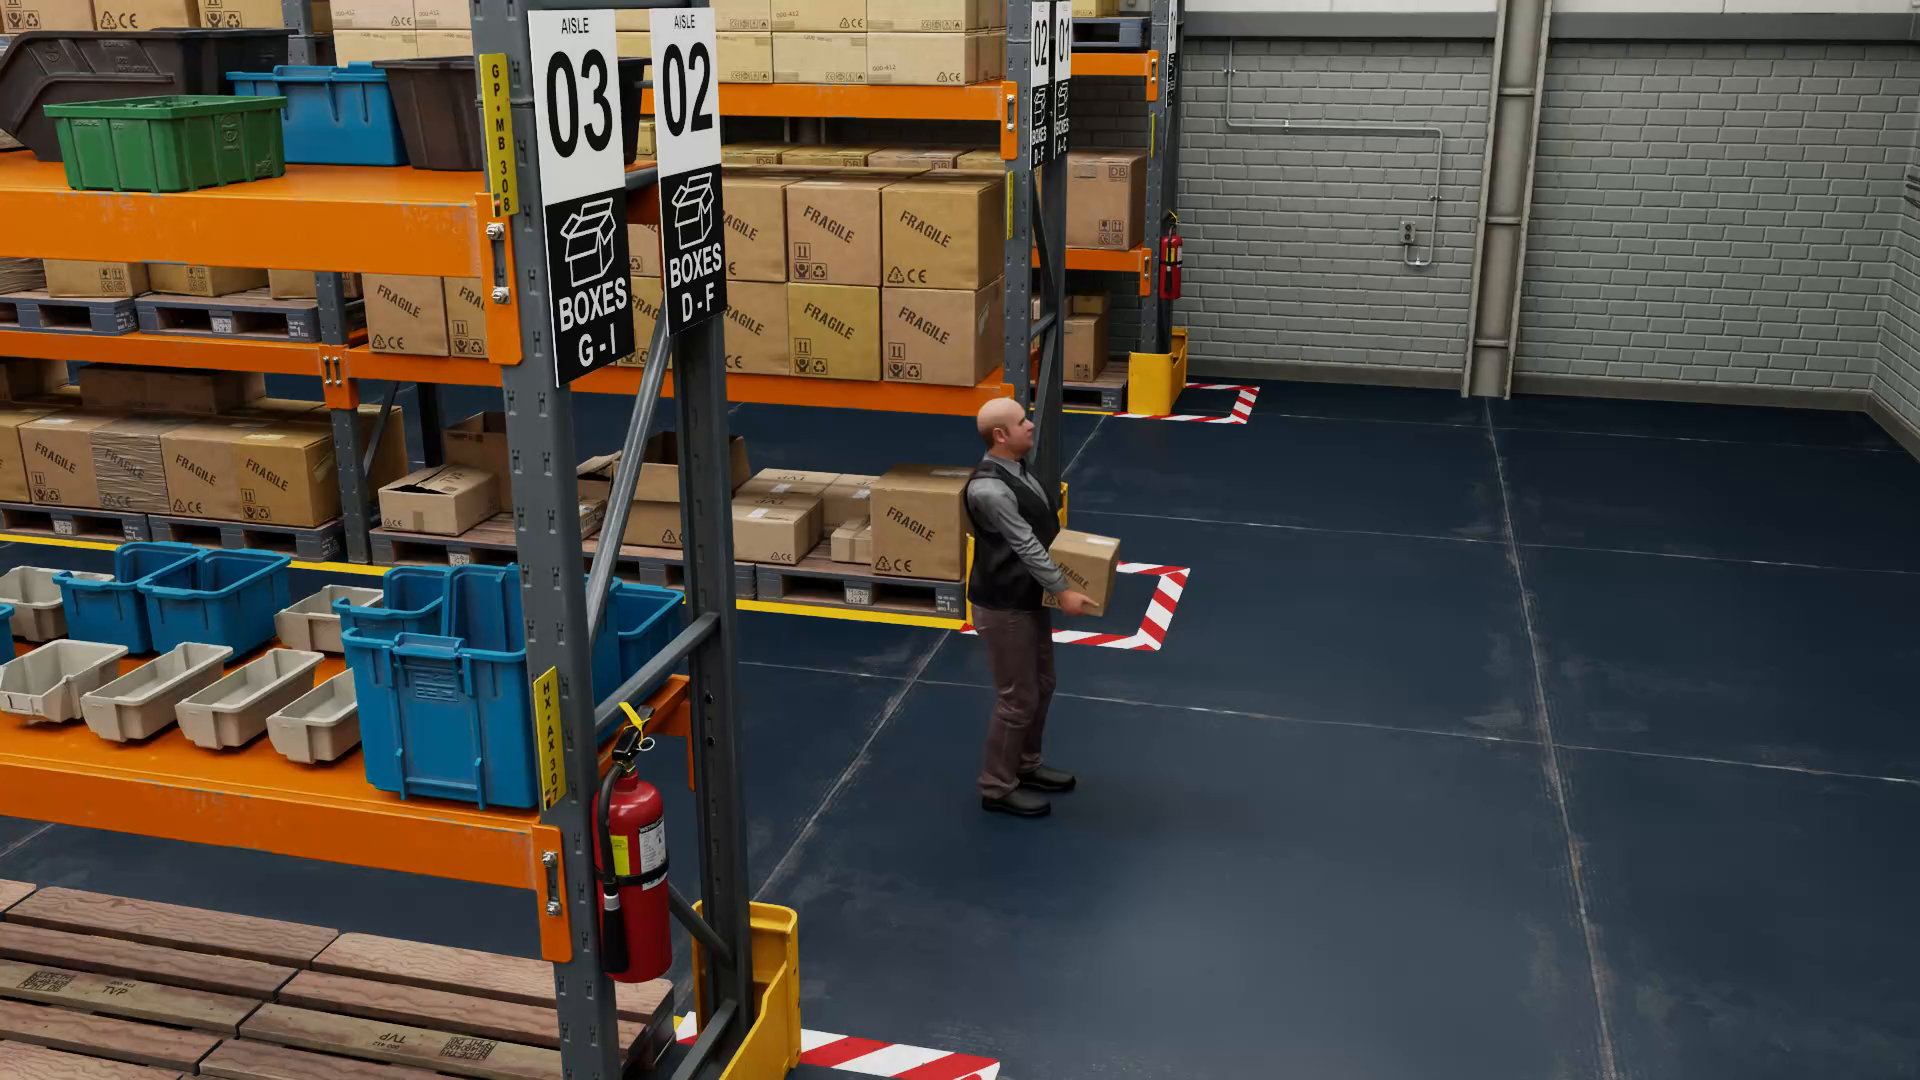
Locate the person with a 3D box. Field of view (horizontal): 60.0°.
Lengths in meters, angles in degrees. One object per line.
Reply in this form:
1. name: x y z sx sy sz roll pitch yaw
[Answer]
1. person: 0.314 0.268 6.794 0.560 1.711 0.494 5 19 14
